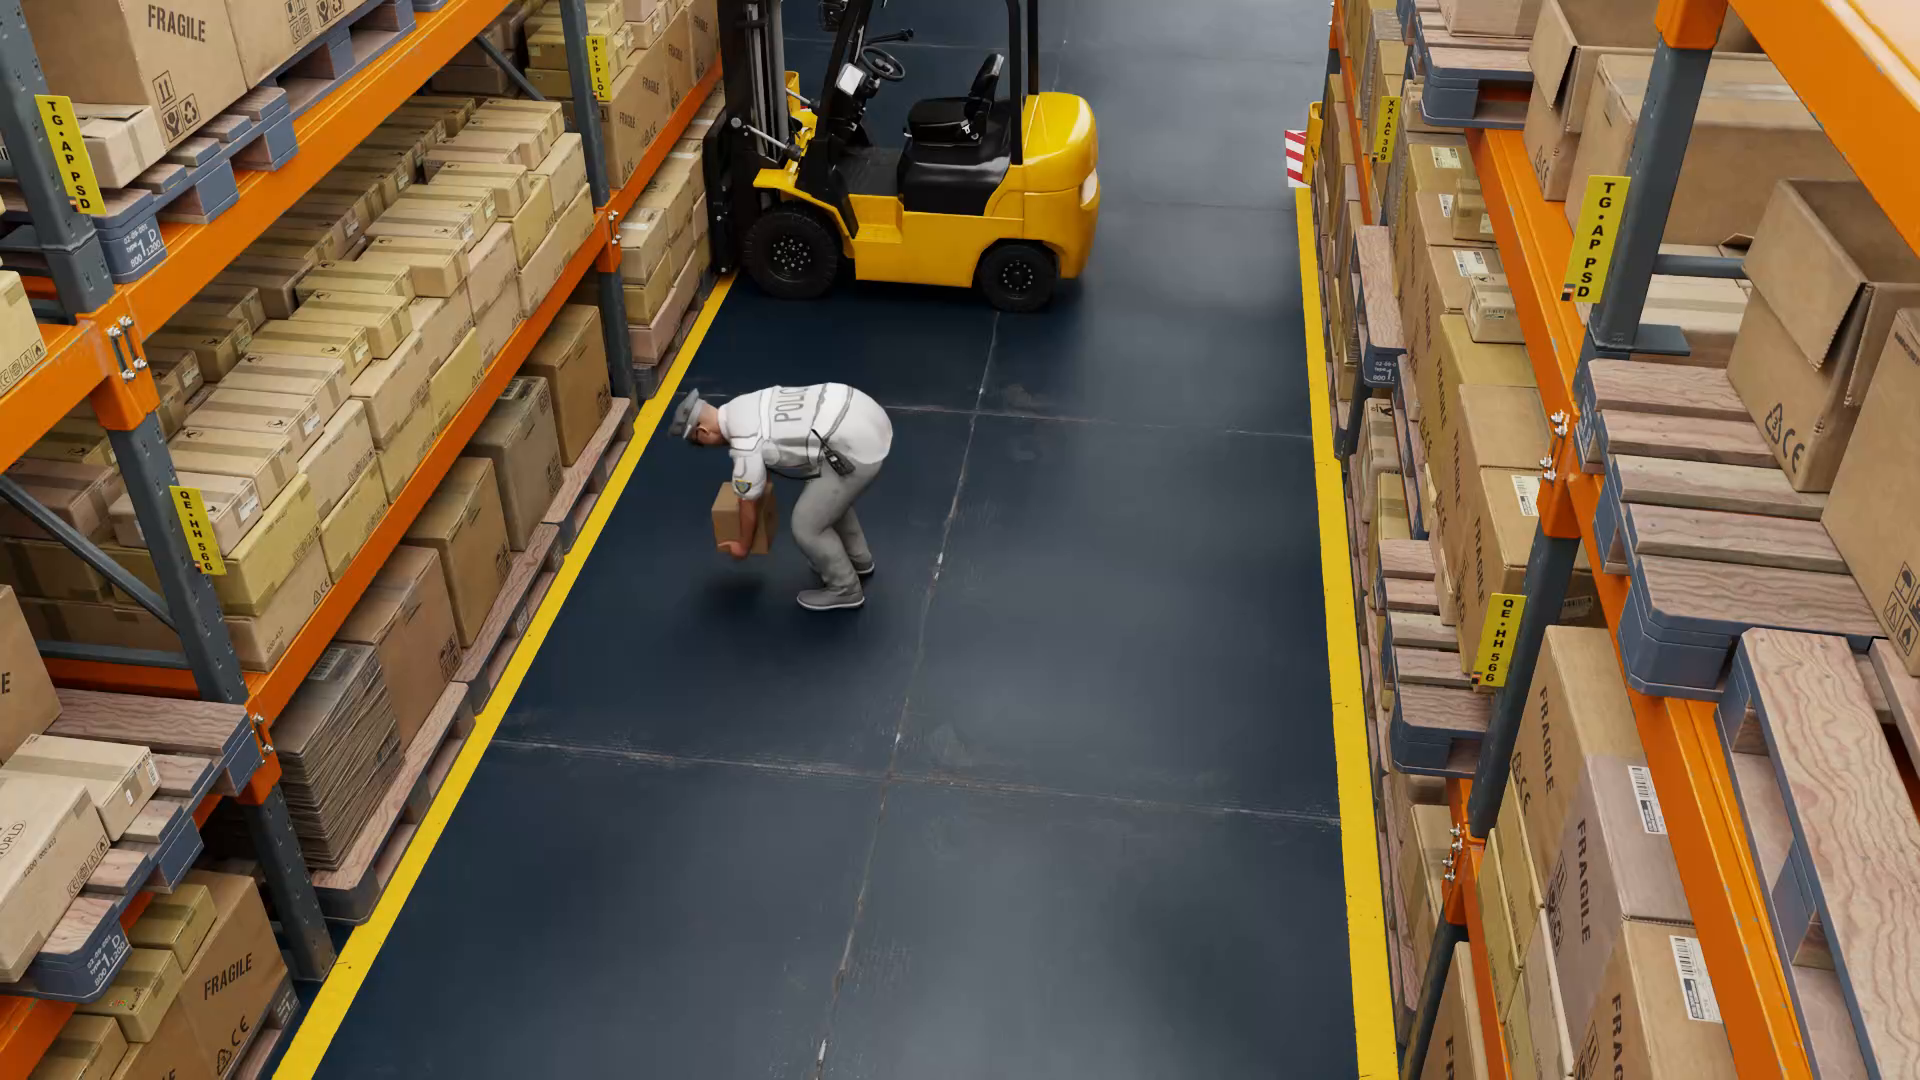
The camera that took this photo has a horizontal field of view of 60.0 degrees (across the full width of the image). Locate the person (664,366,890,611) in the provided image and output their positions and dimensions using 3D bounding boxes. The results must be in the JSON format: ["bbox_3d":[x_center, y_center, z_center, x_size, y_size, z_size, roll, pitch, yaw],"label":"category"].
[{"bbox_3d":[-0.844,-0.266,7.881,1.038,1.195,0.490,3,36,4],"label":"person"}]
